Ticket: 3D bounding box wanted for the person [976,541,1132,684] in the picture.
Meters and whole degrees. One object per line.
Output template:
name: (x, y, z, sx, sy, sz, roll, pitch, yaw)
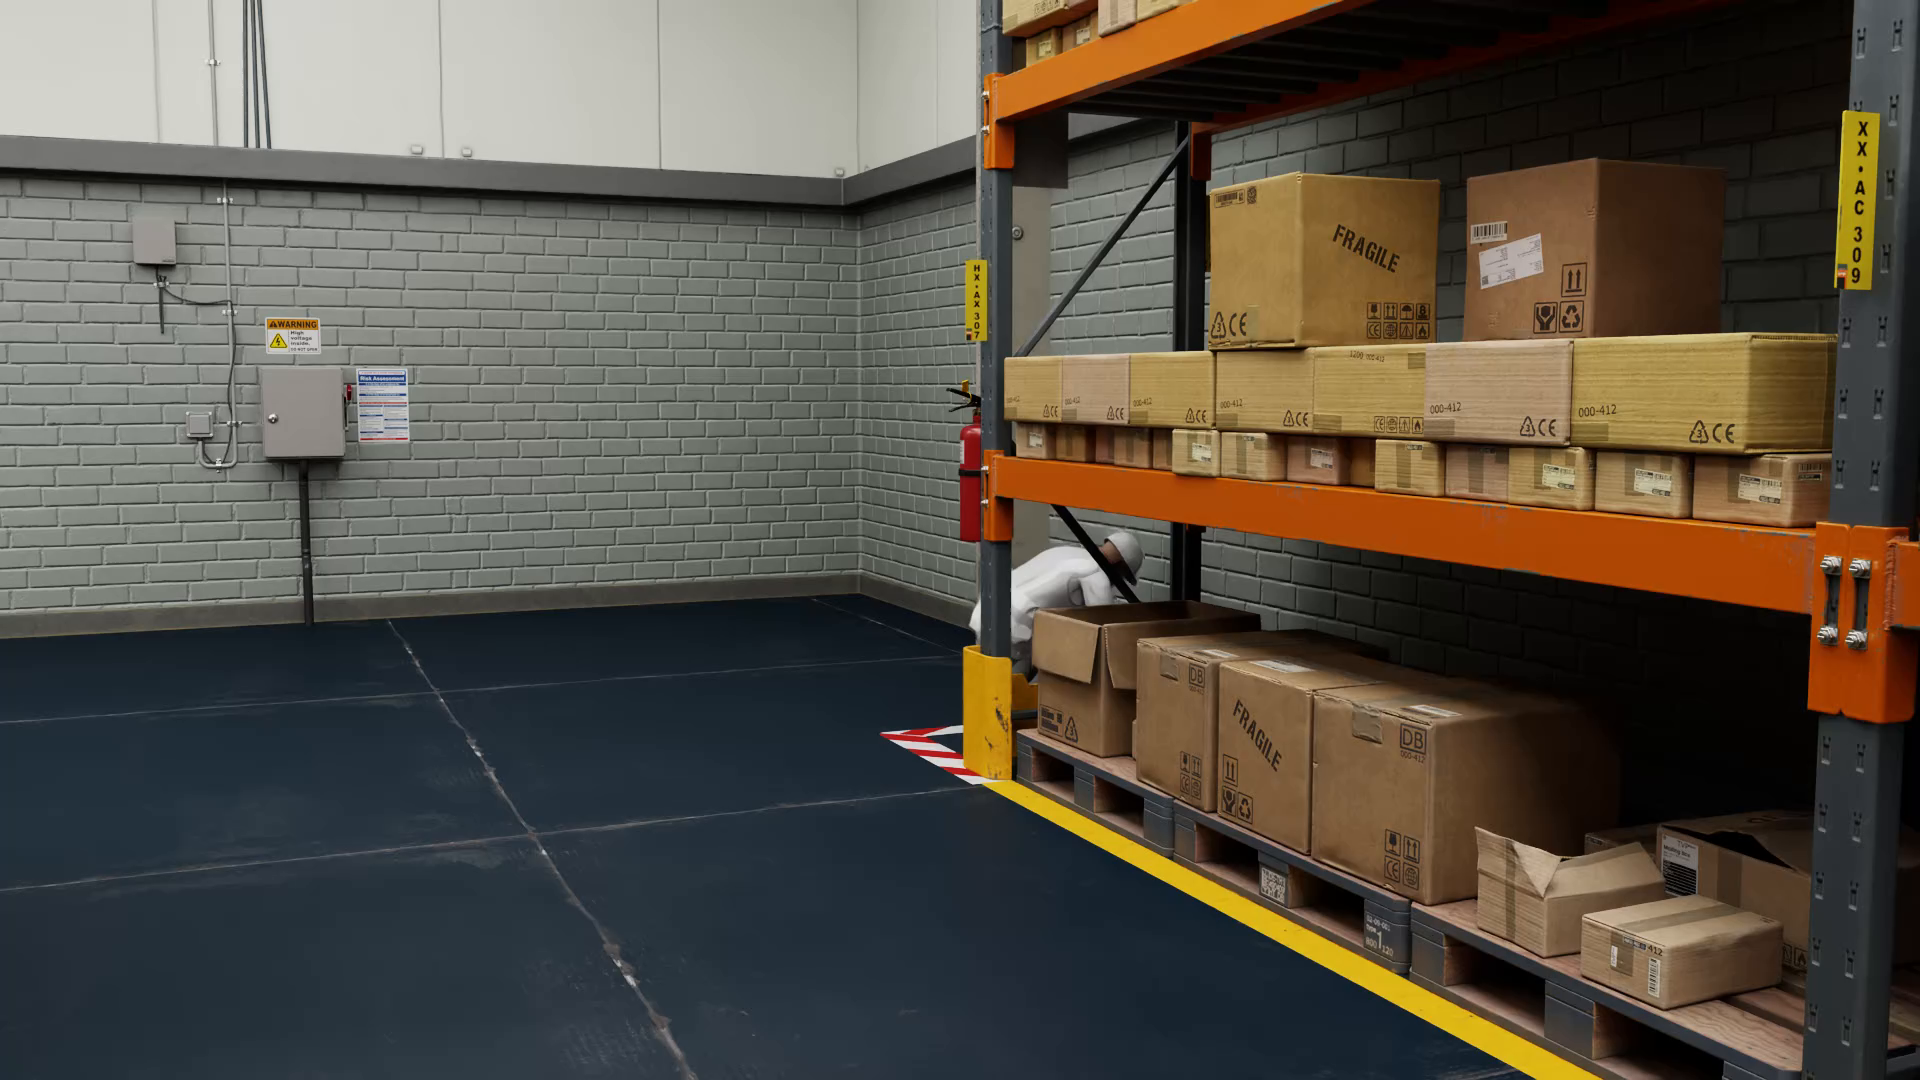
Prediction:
person: (0.492, 0.435, 8.206, 0.845, 0.869, 0.525, -2, 6, -16)
